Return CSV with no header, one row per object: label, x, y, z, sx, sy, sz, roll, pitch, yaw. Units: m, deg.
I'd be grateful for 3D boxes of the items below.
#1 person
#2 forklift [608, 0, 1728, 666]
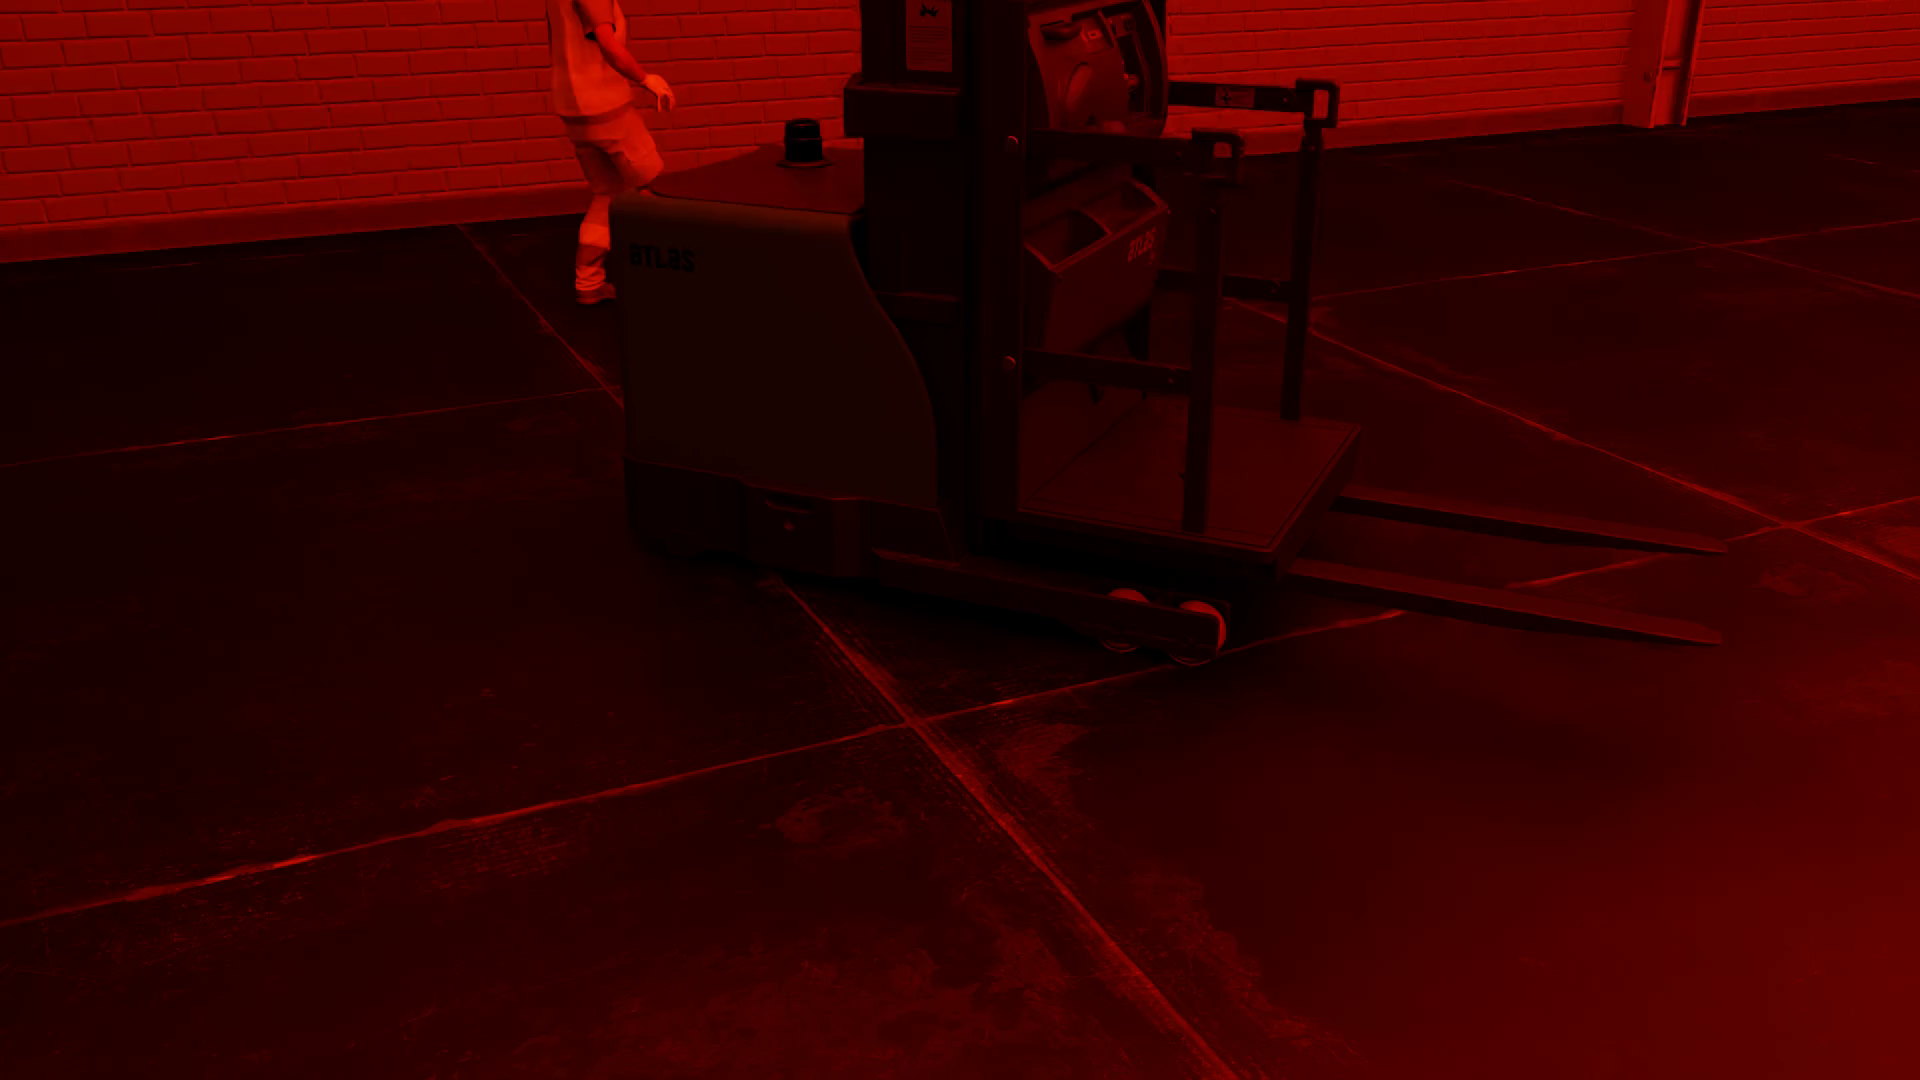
person,-1.585,-1.937,7.512,0.512,1.741,0.740,-18,29,-37
forklift,0.558,-1.258,4.315,3.031,2.935,1.130,10,25,22
